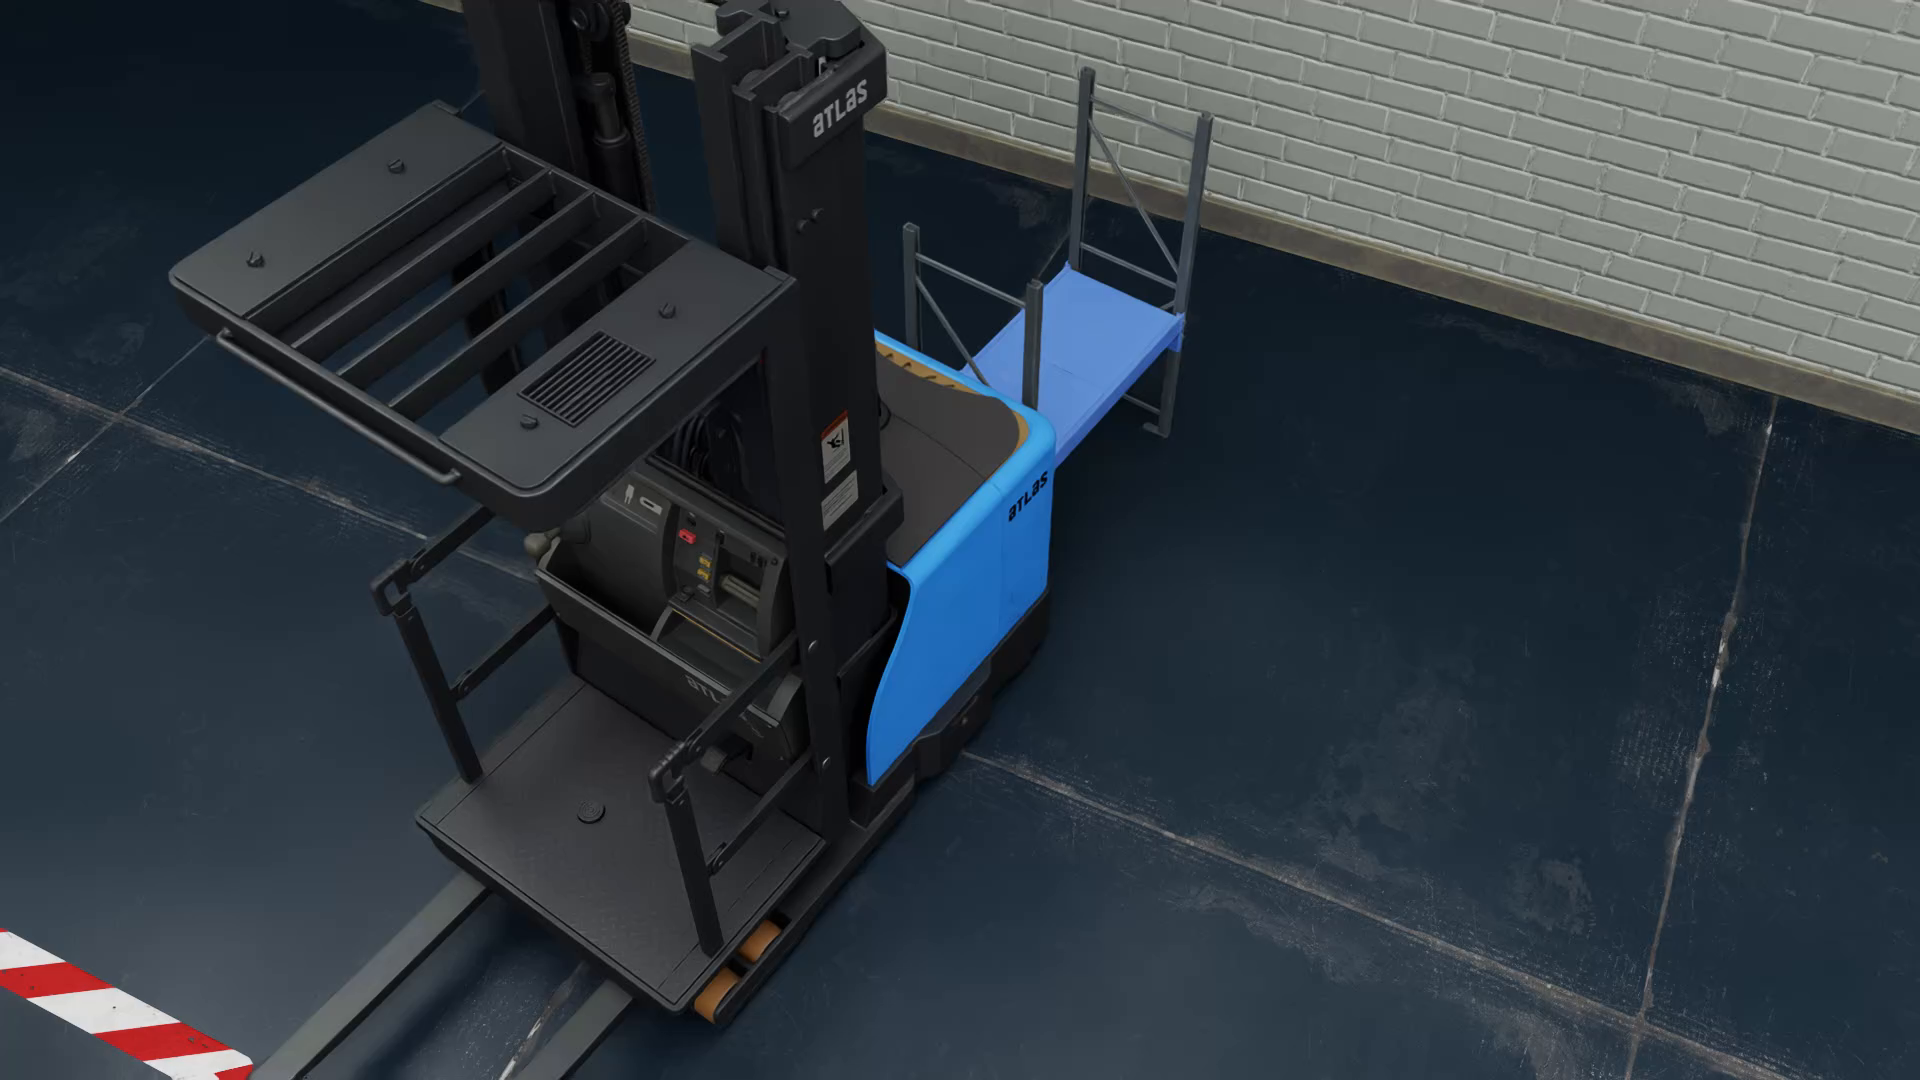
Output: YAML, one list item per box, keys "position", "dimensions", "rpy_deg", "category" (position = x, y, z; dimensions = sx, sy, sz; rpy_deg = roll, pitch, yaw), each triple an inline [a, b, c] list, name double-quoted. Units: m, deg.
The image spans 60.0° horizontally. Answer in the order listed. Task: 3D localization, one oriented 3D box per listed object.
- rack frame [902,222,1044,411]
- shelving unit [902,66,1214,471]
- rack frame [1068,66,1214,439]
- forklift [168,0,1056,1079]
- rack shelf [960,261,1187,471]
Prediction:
- position: [0.036, -0.373, 5.583]
  dimensions: [0.500, 1.500, 0.032]
  rpy_deg: [28, 55, 22]
  category: "rack frame"
- position: [0.329, -0.690, 5.852]
  dimensions: [0.538, 1.500, 1.048]
  rpy_deg: [28, 55, 22]
  category: "shelving unit"
- position: [0.621, -1.007, 6.122]
  dimensions: [0.500, 1.500, 0.032]
  rpy_deg: [28, 55, 22]
  category: "rack frame"
- position: [-0.955, 0.072, 4.264]
  dimensions: [1.130, 2.935, 3.031]
  rpy_deg: [29, 55, 22]
  category: "forklift"
- position: [0.329, -0.573, 5.989]
  dimensions: [0.538, 0.185, 1.000]
  rpy_deg: [28, 55, 22]
  category: "rack shelf"
